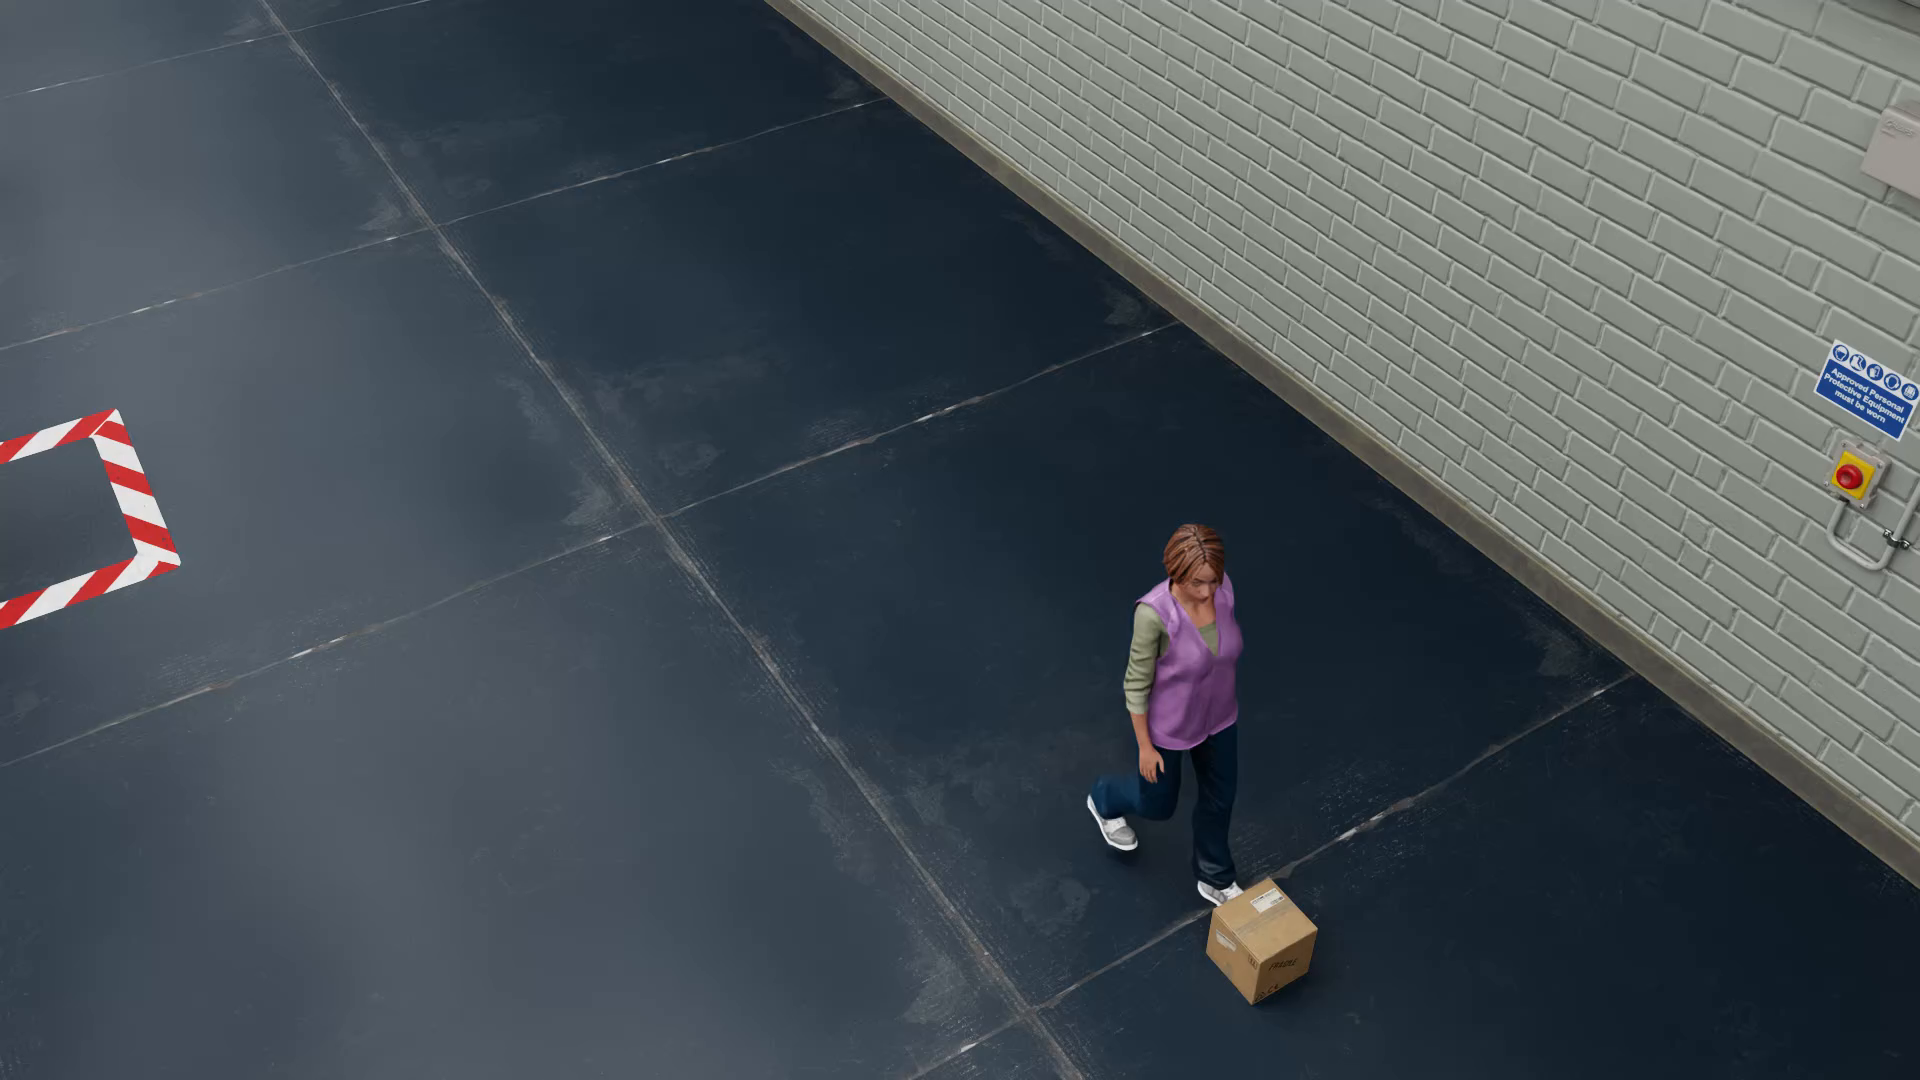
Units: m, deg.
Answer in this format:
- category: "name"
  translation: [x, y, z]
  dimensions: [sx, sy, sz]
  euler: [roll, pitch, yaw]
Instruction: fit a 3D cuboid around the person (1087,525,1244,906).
- category: "person"
  translation: [0.746, 0.609, 5.472]
  dimensions: [0.435, 1.575, 0.727]
  euler: [-22, 46, -23]
